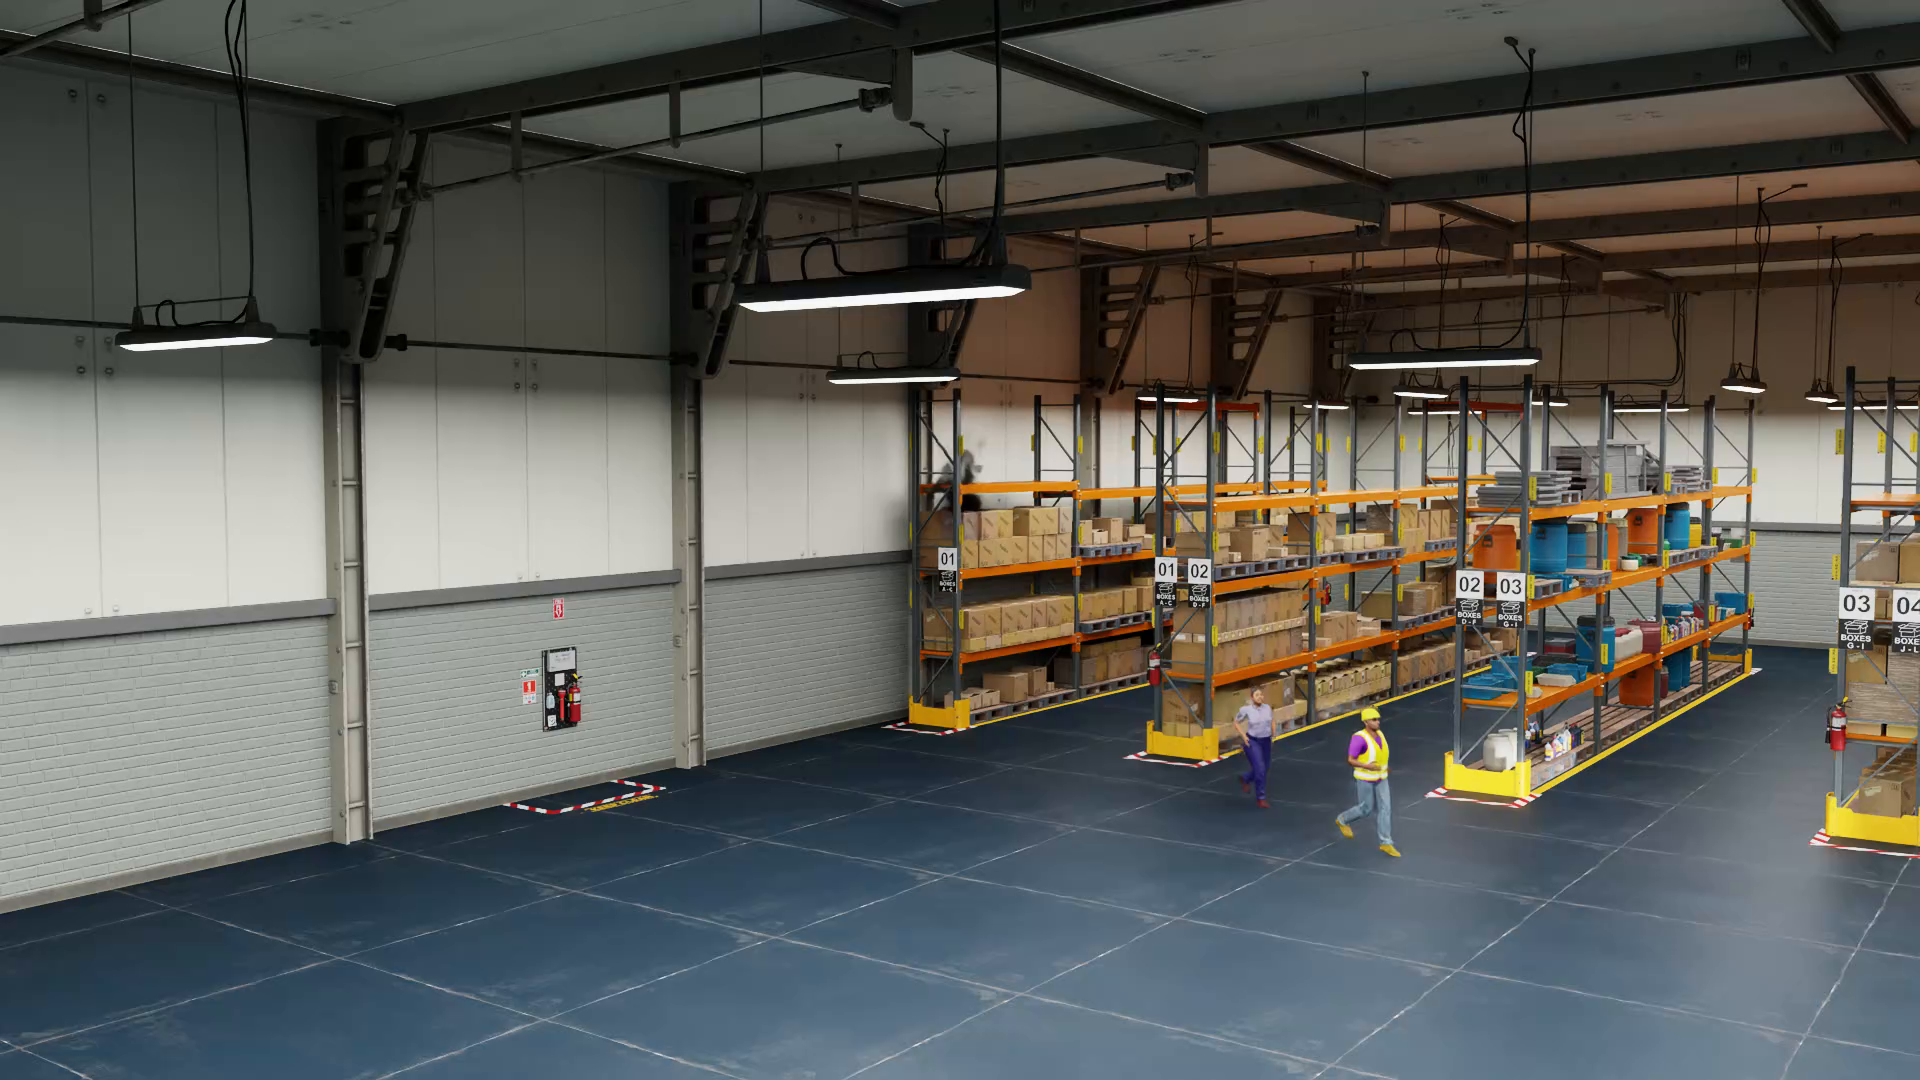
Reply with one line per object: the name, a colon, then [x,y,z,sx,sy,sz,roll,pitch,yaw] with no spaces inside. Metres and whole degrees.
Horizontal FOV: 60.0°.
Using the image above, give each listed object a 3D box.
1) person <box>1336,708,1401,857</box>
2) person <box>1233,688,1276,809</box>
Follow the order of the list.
person: [5.047,2.950,20.491,0.700,1.772,0.963,-2,4,-33]
person: [4.138,2.875,23.222,0.600,1.651,0.794,-1,4,-23]
